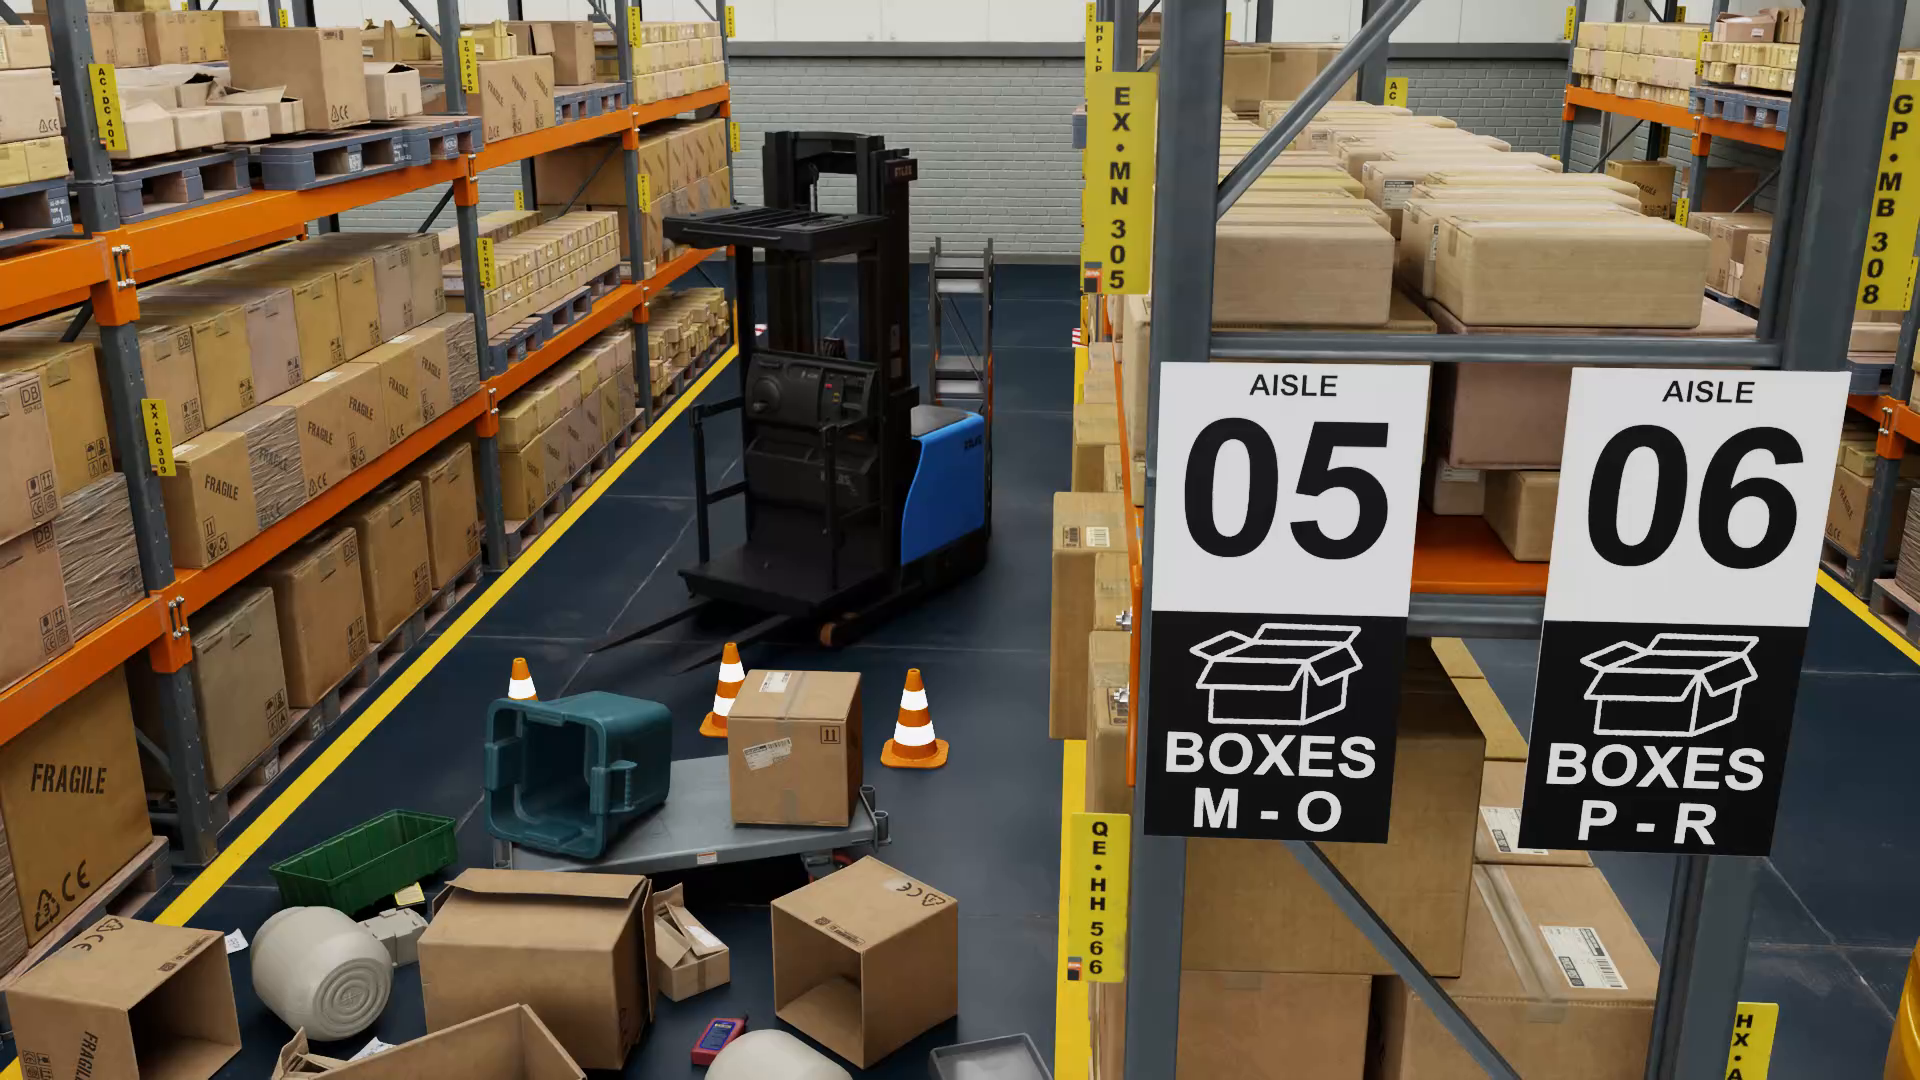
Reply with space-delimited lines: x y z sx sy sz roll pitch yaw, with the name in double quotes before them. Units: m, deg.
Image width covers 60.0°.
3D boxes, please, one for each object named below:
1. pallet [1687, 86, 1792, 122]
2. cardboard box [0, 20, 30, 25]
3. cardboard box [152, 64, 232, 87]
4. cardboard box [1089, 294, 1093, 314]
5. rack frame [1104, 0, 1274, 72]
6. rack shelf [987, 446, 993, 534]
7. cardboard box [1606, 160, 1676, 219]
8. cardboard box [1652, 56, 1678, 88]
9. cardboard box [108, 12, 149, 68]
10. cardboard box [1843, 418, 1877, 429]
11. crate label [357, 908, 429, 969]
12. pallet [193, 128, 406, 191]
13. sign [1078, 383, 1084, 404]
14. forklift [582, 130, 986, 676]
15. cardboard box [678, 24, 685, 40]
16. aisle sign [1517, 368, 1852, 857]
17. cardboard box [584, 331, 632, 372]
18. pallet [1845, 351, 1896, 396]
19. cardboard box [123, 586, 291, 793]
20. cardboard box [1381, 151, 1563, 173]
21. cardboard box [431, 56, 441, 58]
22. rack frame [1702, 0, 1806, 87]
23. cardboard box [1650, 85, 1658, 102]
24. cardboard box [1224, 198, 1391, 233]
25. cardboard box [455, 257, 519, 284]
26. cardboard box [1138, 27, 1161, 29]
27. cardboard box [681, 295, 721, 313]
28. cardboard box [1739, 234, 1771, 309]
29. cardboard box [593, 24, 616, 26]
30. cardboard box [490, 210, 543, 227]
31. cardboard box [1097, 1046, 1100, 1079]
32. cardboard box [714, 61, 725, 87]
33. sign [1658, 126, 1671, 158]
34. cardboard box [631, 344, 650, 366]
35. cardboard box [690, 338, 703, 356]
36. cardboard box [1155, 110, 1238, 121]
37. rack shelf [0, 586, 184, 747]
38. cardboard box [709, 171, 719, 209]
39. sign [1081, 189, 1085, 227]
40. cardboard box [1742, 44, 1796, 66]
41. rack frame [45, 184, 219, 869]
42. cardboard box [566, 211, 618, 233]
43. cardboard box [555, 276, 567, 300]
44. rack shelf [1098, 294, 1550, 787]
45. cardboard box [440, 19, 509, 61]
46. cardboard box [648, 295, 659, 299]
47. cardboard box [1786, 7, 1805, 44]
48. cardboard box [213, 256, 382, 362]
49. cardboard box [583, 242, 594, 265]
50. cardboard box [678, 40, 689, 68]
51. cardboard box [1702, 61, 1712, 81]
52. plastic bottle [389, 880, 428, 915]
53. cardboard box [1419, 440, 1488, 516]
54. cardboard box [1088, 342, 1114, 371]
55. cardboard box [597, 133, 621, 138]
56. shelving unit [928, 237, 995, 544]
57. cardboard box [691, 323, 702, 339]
"pallet" 6.484 -3.417 13.017 1.213 0.211 1.003 1 18 4
"cardboard box" -8.266 -4.105 13.980 0.700 0.500 0.500 2 18 5
"cardboard box" -3.926 -2.323 8.686 0.500 0.311 0.500 1 18 3
"cardboard box" 1.194 -1.790 12.007 0.500 0.250 0.500 1 18 2
"rack frame" 1.363 -4.000 9.678 1.000 3.000 0.127 1 18 4
"rack shelf" 0.012 -0.371 11.975 0.431 0.518 0.480 1 18 4
"cardboard box" 6.479 -3.349 15.887 0.500 0.500 0.500 2 18 5
"cardboard box" 6.413 -4.094 14.546 0.500 0.250 0.500 1 18 2
"cardboard box" -8.196 -4.744 15.770 0.700 0.500 0.500 2 18 7
"cardboard box" 6.213 -0.765 11.740 0.380 0.149 0.250 2 18 6
"crate label" -2.318 1.618 6.765 0.298 0.136 0.250 -13 22 -34
"pallet" -3.652 -2.015 8.742 1.003 0.211 1.213 2 18 6
"sign" 0.522 -0.468 6.675 0.100 0.325 0.005 1 18 4
"forklift" -1.031 -0.905 9.978 1.130 2.935 3.031 11 21 30
"cardboard box" -2.871 -4.907 16.060 0.380 0.149 0.250 1 18 2
"aisle sign" 1.094 0.127 2.544 0.394 0.787 0.004 1 18 4
"cardboard box" -3.096 -1.601 14.129 0.500 0.250 0.500 1 18 2
"pallet" 6.293 -1.160 10.954 1.213 0.211 1.003 1 18 4
"cardboard box" -3.913 0.689 7.941 1.050 0.750 0.750 1 18 4
"cardboard box" 1.215 -0.845 3.989 0.380 0.149 0.250 2 18 5
"cardboard box" -3.731 -3.195 11.878 0.500 0.500 0.500 1 18 4
"rack frame" 6.601 -5.132 13.134 1.000 3.000 0.127 1 18 4
"cardboard box" 6.451 -4.024 14.971 0.380 0.149 0.250 2 18 6
"cardboard box" 0.576 -0.540 3.060 0.380 0.149 0.250 2 18 5
"cardboard box" -3.317 -1.890 11.646 0.380 0.149 0.250 1 18 4
"cardboard box" 1.244 -3.133 11.015 0.700 0.500 0.500 0 18 1
"cardboard box" -2.760 -2.510 17.714 0.380 0.149 0.250 1 18 3
"cardboard box" 6.250 -1.979 12.310 0.700 0.500 0.500 1 18 4
"cardboard box" -3.480 -4.836 15.845 0.380 0.149 0.250 1 18 3
"cardboard box" -3.782 -2.721 14.184 0.380 0.149 0.250 2 18 7
"cardboard box" 0.546 1.408 4.304 0.380 0.149 0.250 2 18 6
"cardboard box" -2.777 -4.920 17.543 0.500 0.250 0.500 1 18 3
"sign" 7.440 -4.206 17.574 0.100 0.325 0.005 1 18 4
"cardboard box" -3.063 -1.700 15.243 0.380 0.149 0.250 2 18 6
"cardboard box" -2.860 -1.985 17.068 0.380 0.149 0.250 2 18 5
"cardboard box" 0.711 -1.338 5.494 0.380 0.149 0.250 1 18 2
"rack shelf" -4.012 0.977 5.278 1.077 0.370 4.000 1 18 4
"cardboard box" -2.826 -3.596 17.443 0.500 0.500 0.500 1 18 3
"sign" 1.096 -2.852 14.292 0.100 0.325 0.005 1 18 4
"cardboard box" 6.141 -3.650 12.519 0.380 0.149 0.250 1 18 3
"rack frame" -3.868 0.014 7.062 1.000 3.000 0.127 1 18 4
"cardboard box" -3.129 -2.704 14.132 0.380 0.149 0.250 2 18 6
"cardboard box" -3.235 -1.935 12.741 0.380 0.149 0.250 1 18 2
"rack shelf" 0.933 -0.369 4.570 1.077 0.370 4.000 1 18 4
"cardboard box" -3.241 -3.344 11.105 0.396 0.266 0.258 1 18 4
"cardboard box" -3.430 -2.521 17.749 0.380 0.149 0.250 1 18 4
"cardboard box" 6.662 -3.993 12.901 0.396 0.266 0.258 1 18 4
"cardboard box" -3.693 -1.295 9.291 0.700 0.500 0.500 1 18 3
"cardboard box" -3.180 -2.320 13.437 0.380 0.149 0.250 1 18 2
"cardboard box" -2.910 -4.681 16.013 0.500 0.250 0.500 0 18 2
"cardboard box" 6.183 -3.751 13.304 0.380 0.149 0.250 2 18 5
"plastic bottle" -2.383 1.530 7.155 0.133 0.061 0.283 -9 20 -25
"cardboard box" 1.067 -0.150 3.148 0.380 0.149 0.250 1 18 2
"cardboard box" 0.828 -0.439 6.201 0.700 0.500 0.500 1 18 3
"cardboard box" -3.448 -3.606 15.866 0.500 0.500 0.500 2 18 5
"shelving unit" 0.012 -1.049 11.753 0.431 2.100 0.503 1 18 4
"cardboard box" -2.858 -2.127 17.022 0.380 0.149 0.250 2 18 7
